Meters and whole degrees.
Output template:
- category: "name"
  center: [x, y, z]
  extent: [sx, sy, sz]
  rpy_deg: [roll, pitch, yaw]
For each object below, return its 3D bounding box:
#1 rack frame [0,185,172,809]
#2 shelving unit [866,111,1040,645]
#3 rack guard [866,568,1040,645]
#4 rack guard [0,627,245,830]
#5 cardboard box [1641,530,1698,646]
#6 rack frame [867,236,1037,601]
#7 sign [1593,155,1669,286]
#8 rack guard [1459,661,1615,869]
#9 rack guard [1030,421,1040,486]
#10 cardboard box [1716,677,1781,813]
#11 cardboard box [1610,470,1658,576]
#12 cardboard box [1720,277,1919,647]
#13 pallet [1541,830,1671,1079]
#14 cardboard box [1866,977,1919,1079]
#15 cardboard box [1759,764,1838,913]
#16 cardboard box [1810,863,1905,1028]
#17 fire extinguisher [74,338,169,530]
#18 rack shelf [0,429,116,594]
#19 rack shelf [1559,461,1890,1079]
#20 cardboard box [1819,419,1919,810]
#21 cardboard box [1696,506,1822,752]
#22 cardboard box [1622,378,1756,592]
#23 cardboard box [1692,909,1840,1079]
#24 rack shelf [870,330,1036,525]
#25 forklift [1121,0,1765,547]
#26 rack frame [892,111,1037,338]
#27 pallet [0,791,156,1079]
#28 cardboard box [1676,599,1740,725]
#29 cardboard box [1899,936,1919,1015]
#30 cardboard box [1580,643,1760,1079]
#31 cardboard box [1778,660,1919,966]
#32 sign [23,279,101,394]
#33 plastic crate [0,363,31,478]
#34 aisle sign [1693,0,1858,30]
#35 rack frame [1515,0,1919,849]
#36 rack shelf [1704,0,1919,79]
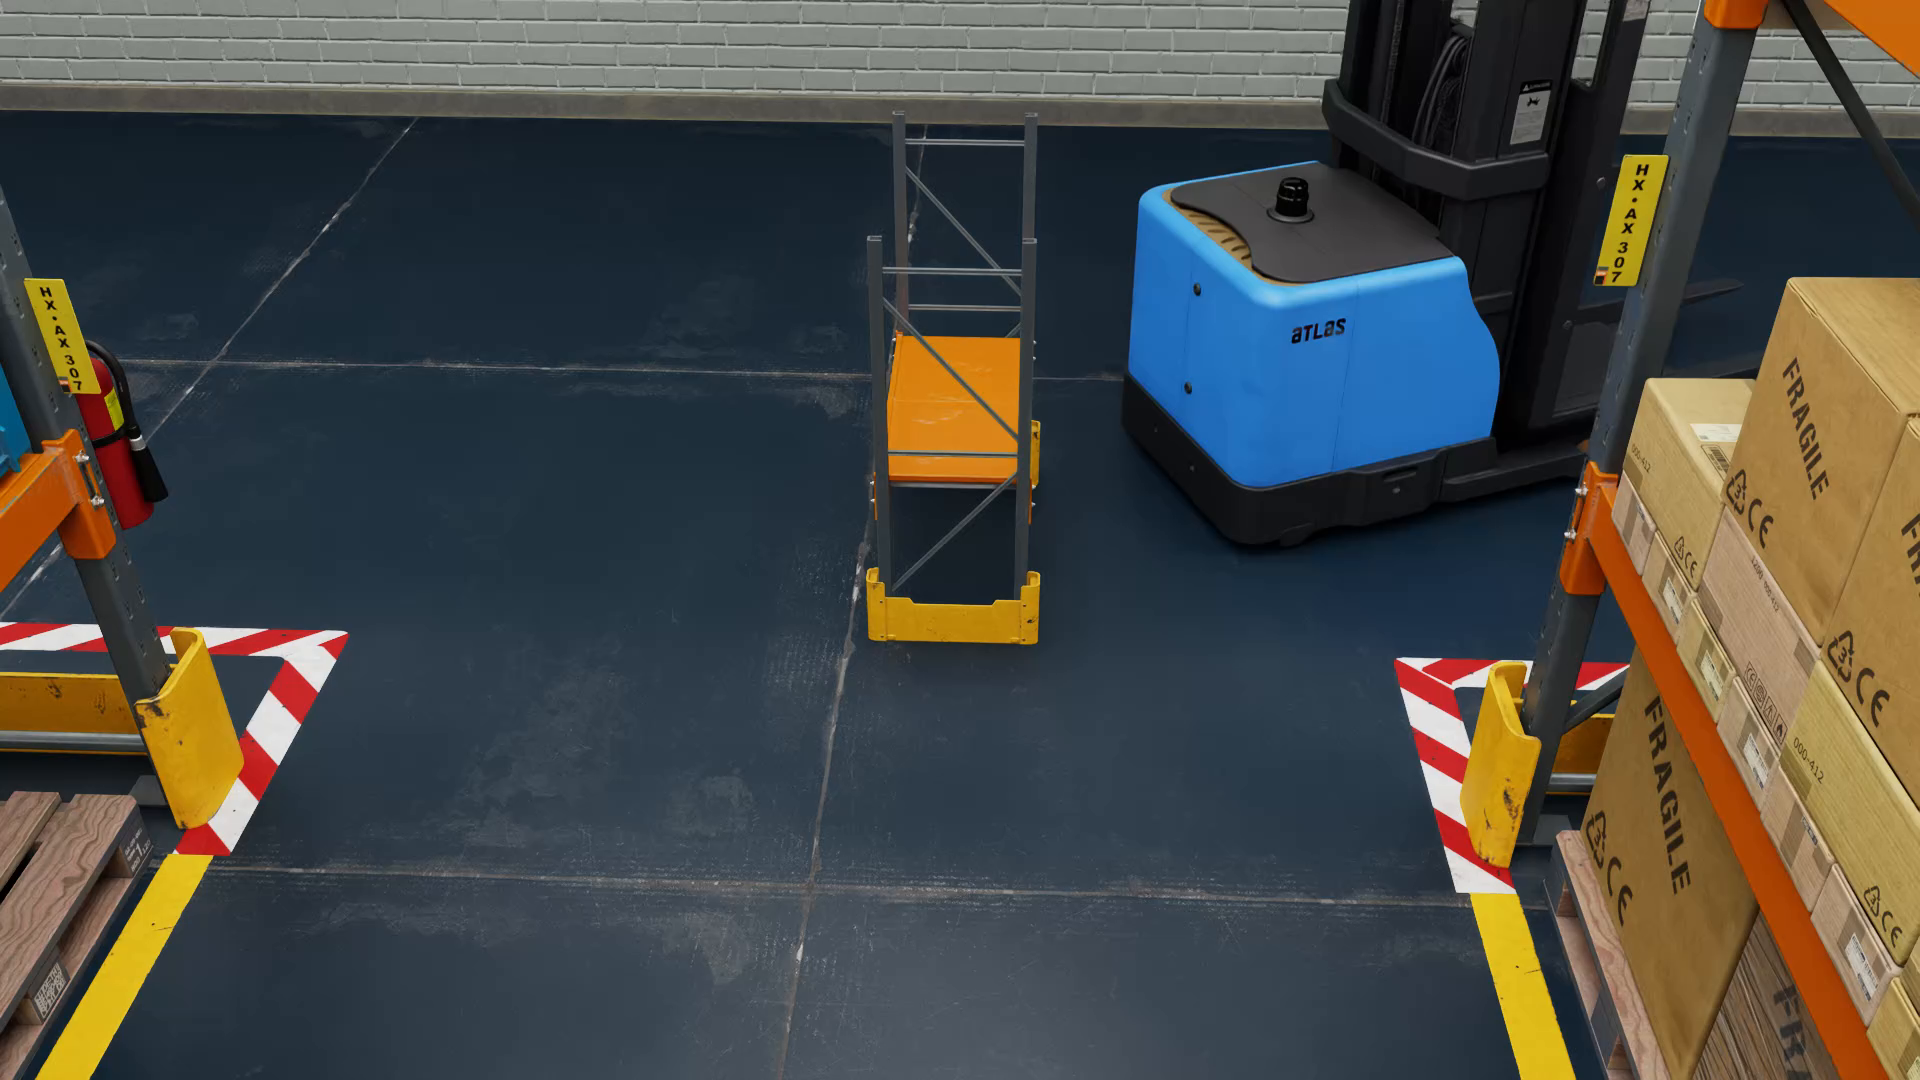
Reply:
- category: "rack frame"
  center: [-2.834, -0.452, 4.285]
  extent: [1.000, 3.000, 0.127]
  rpy_deg: [1, 35, 2]
- category: "shelving unit"
  center: [-0.003, -0.570, 5.756]
  extent: [0.587, 1.500, 1.083]
  rpy_deg: [1, 35, 2]
- category: "rack guard"
  center: [-0.023, 0.228, 5.709]
  extent: [0.587, 0.250, 0.087]
  rpy_deg: [1, 35, 2]
- category: "rack guard"
  center: [-2.846, 0.556, 5.024]
  extent: [1.175, 0.500, 0.348]
  rpy_deg: [1, 35, 2]
- category: "cardboard box"
  center: [1.762, 0.109, 3.705]
  extent: [0.380, 0.149, 0.250]
  rpy_deg: [1, 35, 1]
- category: "rack frame"
  center: [-0.024, -0.273, 5.333]
  extent: [0.500, 1.500, 0.032]
  rpy_deg: [1, 35, 2]
- category: "sign"
  center: [1.561, -0.741, 3.874]
  extent: [0.100, 0.325, 0.005]
  rpy_deg: [1, 35, 2]
- category: "rack guard"
  center: [2.116, 0.671, 4.861]
  extent: [1.175, 0.500, 0.348]
  rpy_deg: [1, 35, 2]
- category: "rack guard"
  center: [0.017, -0.345, 6.523]
  extent: [0.587, 0.250, 0.087]
  rpy_deg: [1, 35, 2]
- category: "cardboard box"
  center: [1.743, 0.406, 3.283]
  extent: [0.380, 0.149, 0.250]
  rpy_deg: [1, 35, 1]
- category: "cardboard box"
  center: [1.771, -0.039, 3.915]
  extent: [0.380, 0.149, 0.250]
  rpy_deg: [2, 35, 2]
- category: "cardboard box"
  center: [1.806, -0.148, 3.072]
  extent: [0.500, 0.500, 0.500]
  rpy_deg: [1, 35, 1]
- category: "pallet"
  center: [2.161, 1.264, 4.268]
  extent: [1.003, 0.211, 1.213]
  rpy_deg: [1, 35, 2]
- category: "cardboard box"
  center: [1.711, 0.845, 2.658]
  extent: [0.380, 0.149, 0.250]
  rpy_deg: [0, 35, 1]
- category: "cardboard box"
  center: [1.732, 0.552, 3.075]
  extent: [0.380, 0.149, 0.250]
  rpy_deg: [1, 35, 1]
- category: "cardboard box"
  center: [1.722, 0.700, 2.864]
  extent: [0.380, 0.149, 0.250]
  rpy_deg: [1, 35, 1]
- category: "fire extinguisher"
  center: [-2.374, -0.344, 4.523]
  extent: [0.296, 0.674, 0.183]
  rpy_deg: [1, 35, 2]
- category: "rack shelf"
  center: [-2.914, 0.991, 2.857]
  extent: [1.077, 0.370, 4.000]
  rpy_deg: [1, 35, 2]
- category: "rack shelf"
  center: [2.035, 1.105, 2.694]
  extent: [1.077, 0.370, 4.000]
  rpy_deg: [1, 35, 2]
- category: "cardboard box"
  center: [1.791, 0.149, 2.648]
  extent: [0.500, 0.500, 0.500]
  rpy_deg: [0, 35, 1]
- category: "cardboard box"
  center: [1.812, 0.170, 3.271]
  extent: [0.500, 0.250, 0.500]
  rpy_deg: [1, 35, 1]
- category: "cardboard box"
  center: [1.826, -0.129, 3.696]
  extent: [0.500, 0.250, 0.500]
  rpy_deg: [0, 35, 1]
- category: "cardboard box"
  center: [2.133, 1.252, 3.343]
  extent: [0.875, 0.875, 0.875]
  rpy_deg: [1, 35, 2]
- category: "rack shelf"
  center: [-0.003, -0.417, 5.852]
  extent: [0.538, 0.185, 1.000]
  rpy_deg: [1, 35, 2]
- category: "forklift"
  center: [2.231, -1.704, 6.125]
  extent: [3.031, 2.935, 1.130]
  rpy_deg: [-13, 37, -17]
- category: "rack frame"
  center: [0.017, -0.857, 6.165]
  extent: [0.500, 1.500, 0.032]
  rpy_deg: [1, 35, 2]
- category: "pallet"
  center: [-2.906, 1.161, 4.414]
  extent: [1.003, 0.211, 1.213]
  rpy_deg: [1, 35, 2]
- category: "cardboard box"
  center: [1.752, 0.256, 3.496]
  extent: [0.380, 0.149, 0.250]
  rpy_deg: [1, 35, 1]
- category: "cardboard box"
  center: [1.772, 0.758, 2.434]
  extent: [0.500, 0.250, 0.500]
  rpy_deg: [1, 35, 1]
- category: "cardboard box"
  center: [2.169, 0.729, 4.087]
  extent: [0.875, 0.875, 0.875]
  rpy_deg: [1, 35, 2]
- category: "cardboard box"
  center: [1.788, 0.459, 2.861]
  extent: [0.500, 0.250, 0.500]
  rpy_deg: [0, 35, 0]
- category: "sign"
  center: [-2.283, -0.516, 4.233]
  extent: [0.100, 0.325, 0.005]
  rpy_deg: [1, 35, 2]
- category: "plastic crate"
  center: [-2.661, -0.295, 3.978]
  extent: [0.616, 0.435, 0.499]
  rpy_deg: [1, 35, 2]
- category: "aisle sign"
  center: [1.818, -1.450, 3.443]
  extent: [0.394, 0.787, 0.004]
  rpy_deg: [1, 35, 2]
- category: "rack frame"
  center: [2.115, -0.338, 4.122]
  extent: [1.000, 3.000, 0.127]
  rpy_deg: [1, 35, 2]
- category: "rack shelf"
  center: [2.035, -0.122, 1.832]
  extent: [1.077, 0.370, 4.000]
  rpy_deg: [1, 35, 2]
